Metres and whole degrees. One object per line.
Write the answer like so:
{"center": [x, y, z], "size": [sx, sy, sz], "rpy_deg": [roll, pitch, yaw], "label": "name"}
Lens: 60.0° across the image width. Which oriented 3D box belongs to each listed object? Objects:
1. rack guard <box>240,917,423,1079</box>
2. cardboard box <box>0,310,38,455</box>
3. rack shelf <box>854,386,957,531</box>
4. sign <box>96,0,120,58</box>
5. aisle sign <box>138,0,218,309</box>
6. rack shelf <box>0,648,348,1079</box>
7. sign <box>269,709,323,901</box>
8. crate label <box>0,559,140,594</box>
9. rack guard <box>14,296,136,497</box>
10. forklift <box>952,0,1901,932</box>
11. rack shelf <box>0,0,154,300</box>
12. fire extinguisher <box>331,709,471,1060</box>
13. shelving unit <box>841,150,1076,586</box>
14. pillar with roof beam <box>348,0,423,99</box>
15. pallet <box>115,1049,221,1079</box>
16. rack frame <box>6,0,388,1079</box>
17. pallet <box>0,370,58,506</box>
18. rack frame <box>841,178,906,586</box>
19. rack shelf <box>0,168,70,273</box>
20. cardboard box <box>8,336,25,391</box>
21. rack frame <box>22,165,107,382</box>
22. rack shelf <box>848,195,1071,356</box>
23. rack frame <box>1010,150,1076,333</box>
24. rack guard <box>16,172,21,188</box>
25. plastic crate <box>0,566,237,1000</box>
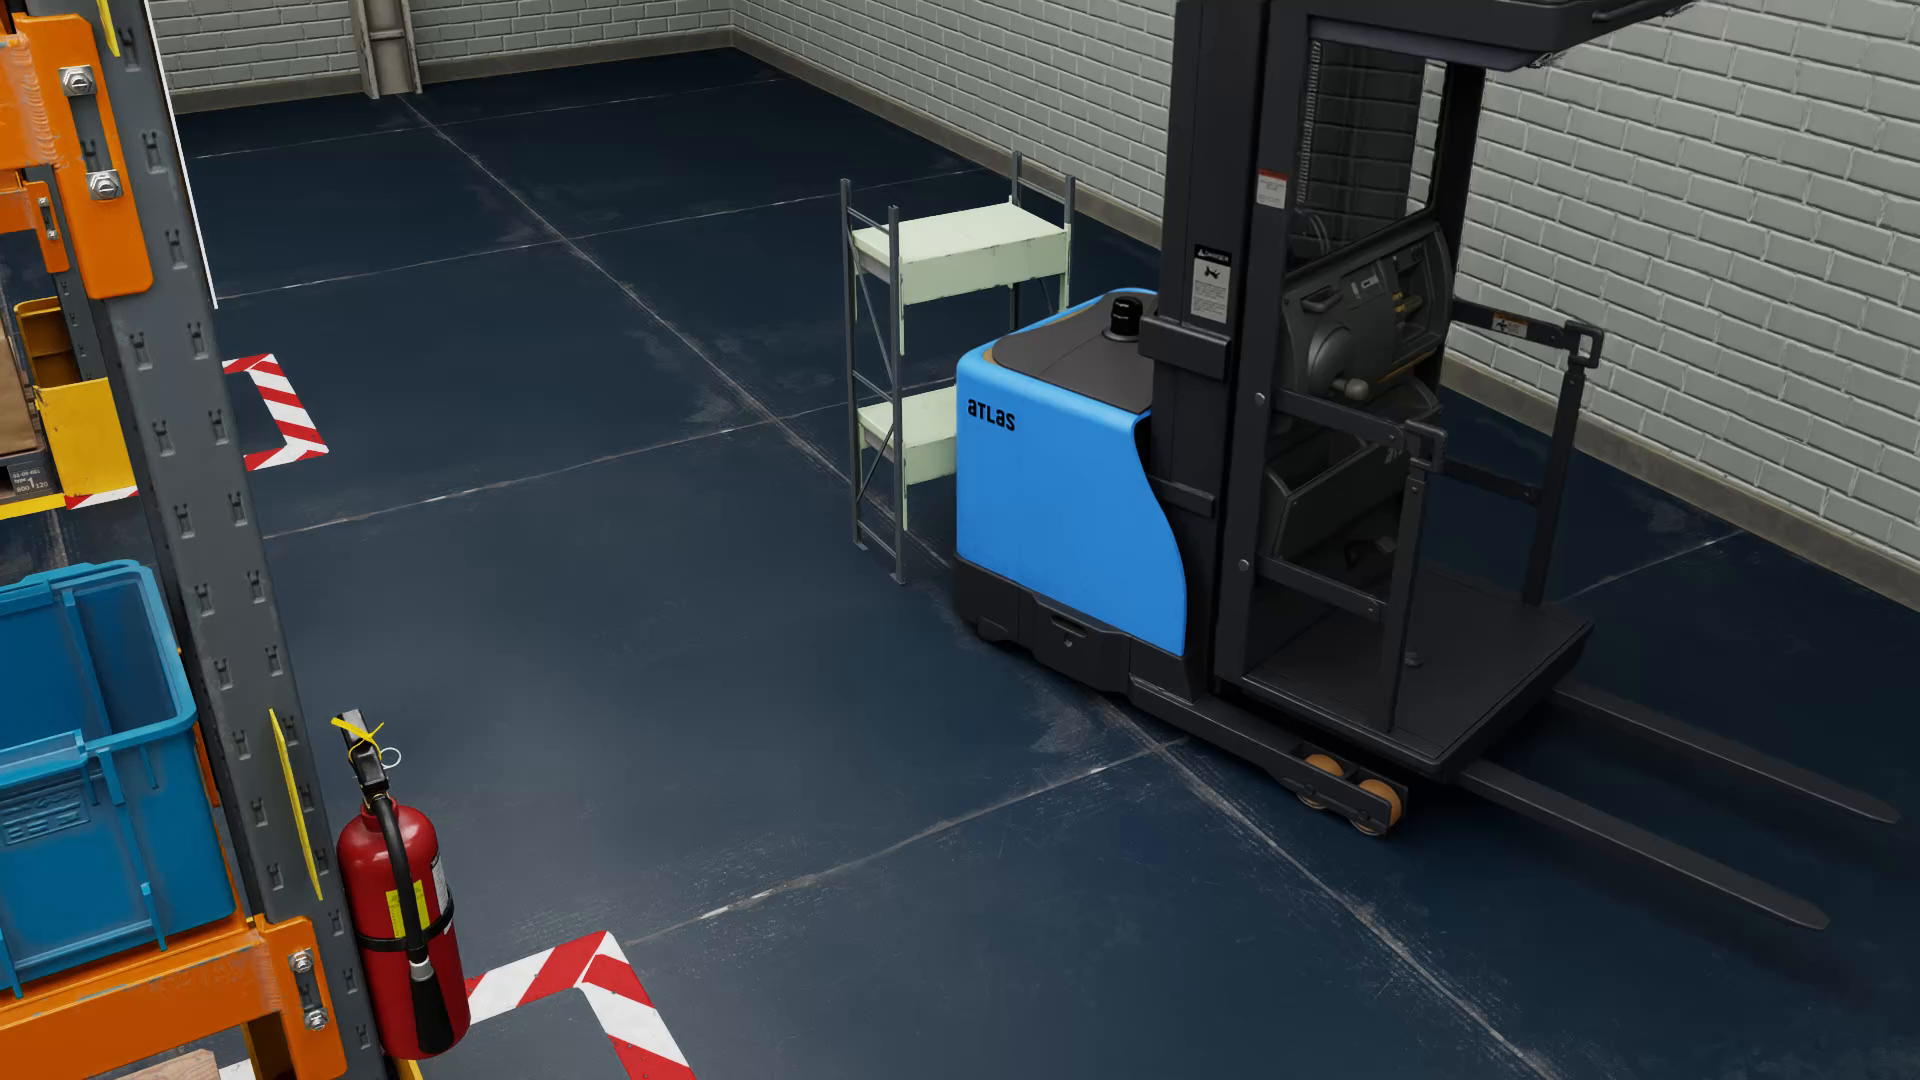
{"center": [-1.354, 1.361, 3.767], "size": [0.348, 0.500, 1.175], "rpy_deg": [-16, 33, -26], "label": "rack guard"}
{"center": [-4.219, -0.649, 6.954], "size": [0.500, 0.500, 0.500], "rpy_deg": [-16, 33, -26], "label": "cardboard box"}
{"center": [-0.006, -0.370, 6.542], "size": [0.720, 0.370, 0.431], "rpy_deg": [-16, 33, -26], "label": "rack shelf"}
{"center": [-1.076, -0.765, 2.035], "size": [0.005, 0.325, 0.100], "rpy_deg": [-16, 33, -26], "label": "sign"}
{"center": [-1.158, -0.756, 2.325], "size": [0.004, 0.787, 0.394], "rpy_deg": [-16, 33, -26], "label": "aisle sign"}
{"center": [-3.093, 1.082, 2.429], "size": [4.000, 0.370, 1.077], "rpy_deg": [-16, 33, -26], "label": "rack shelf"}
{"center": [-1.076, 0.431, 2.695], "size": [0.005, 0.325, 0.100], "rpy_deg": [-16, 33, -26], "label": "sign"}
{"center": [-1.748, 0.248, 3.307], "size": [0.303, 0.233, 0.416], "rpy_deg": [-16, 33, -26], "label": "crate label"}
{"center": [-3.940, -0.674, 7.453], "size": [0.348, 0.500, 1.175], "rpy_deg": [-16, 33, -26], "label": "rack guard"}
{"center": [1.399, -0.664, 4.920], "size": [3.031, 2.935, 1.130], "rpy_deg": [24, 37, 36], "label": "forklift"}
{"center": [-3.093, -0.231, 1.704], "size": [4.000, 0.370, 1.077], "rpy_deg": [-16, 33, -26], "label": "rack shelf"}
{"center": [-1.008, 0.627, 2.975], "size": [0.183, 0.674, 0.296], "rpy_deg": [-16, 33, -26], "label": "fire extinguisher"}
{"center": [-0.006, -0.655, 6.385], "size": [0.755, 1.500, 0.431], "rpy_deg": [-16, 33, -26], "label": "shelving unit"}
{"center": [-2.317, -5.704, 7.772], "size": [0.400, 9.000, 9.100], "rpy_deg": [-16, 33, -26], "label": "pillar with roof beam"}
{"center": [-2.099, 1.684, 3.480], "size": [1.213, 0.211, 1.003], "rpy_deg": [-16, 33, -26], "label": "pallet"}
{"center": [-1.369, 0.278, 3.142], "size": [0.127, 3.000, 1.000], "rpy_deg": [-16, 33, -26], "label": "rack frame"}
{"center": [-4.627, -0.352, 7.169], "size": [1.213, 0.211, 1.003], "rpy_deg": [-16, 33, -26], "label": "pallet"}
{"center": [-0.321, -0.565, 6.222], "size": [0.023, 1.500, 0.400], "rpy_deg": [-16, 33, -26], "label": "rack frame"}
{"center": [-5.599, -0.982, 6.170], "size": [4.000, 0.370, 1.077], "rpy_deg": [-16, 33, -26], "label": "rack shelf"}
{"center": [-4.410, -0.772, 7.539], "size": [0.250, 0.149, 0.380], "rpy_deg": [-16, 33, -26], "label": "cardboard box"}
{"center": [-3.875, -1.787, 6.883], "size": [0.127, 3.000, 1.000], "rpy_deg": [-16, 33, -26], "label": "rack frame"}
{"center": [-0.006, -0.997, 6.196], "size": [0.720, 0.370, 0.431], "rpy_deg": [-16, 33, -26], "label": "rack shelf"}
{"center": [0.310, -0.745, 6.547], "size": [0.023, 1.500, 0.400], "rpy_deg": [-16, 33, -26], "label": "rack frame"}
{"center": [-6.367, -2.761, 11.235], "size": [0.348, 0.500, 1.175], "rpy_deg": [-16, 33, -26], "label": "rack guard"}
{"center": [-1.563, 0.396, 2.830], "size": [0.499, 0.435, 0.616], "rpy_deg": [-16, 33, -26], "label": "plastic crate"}
